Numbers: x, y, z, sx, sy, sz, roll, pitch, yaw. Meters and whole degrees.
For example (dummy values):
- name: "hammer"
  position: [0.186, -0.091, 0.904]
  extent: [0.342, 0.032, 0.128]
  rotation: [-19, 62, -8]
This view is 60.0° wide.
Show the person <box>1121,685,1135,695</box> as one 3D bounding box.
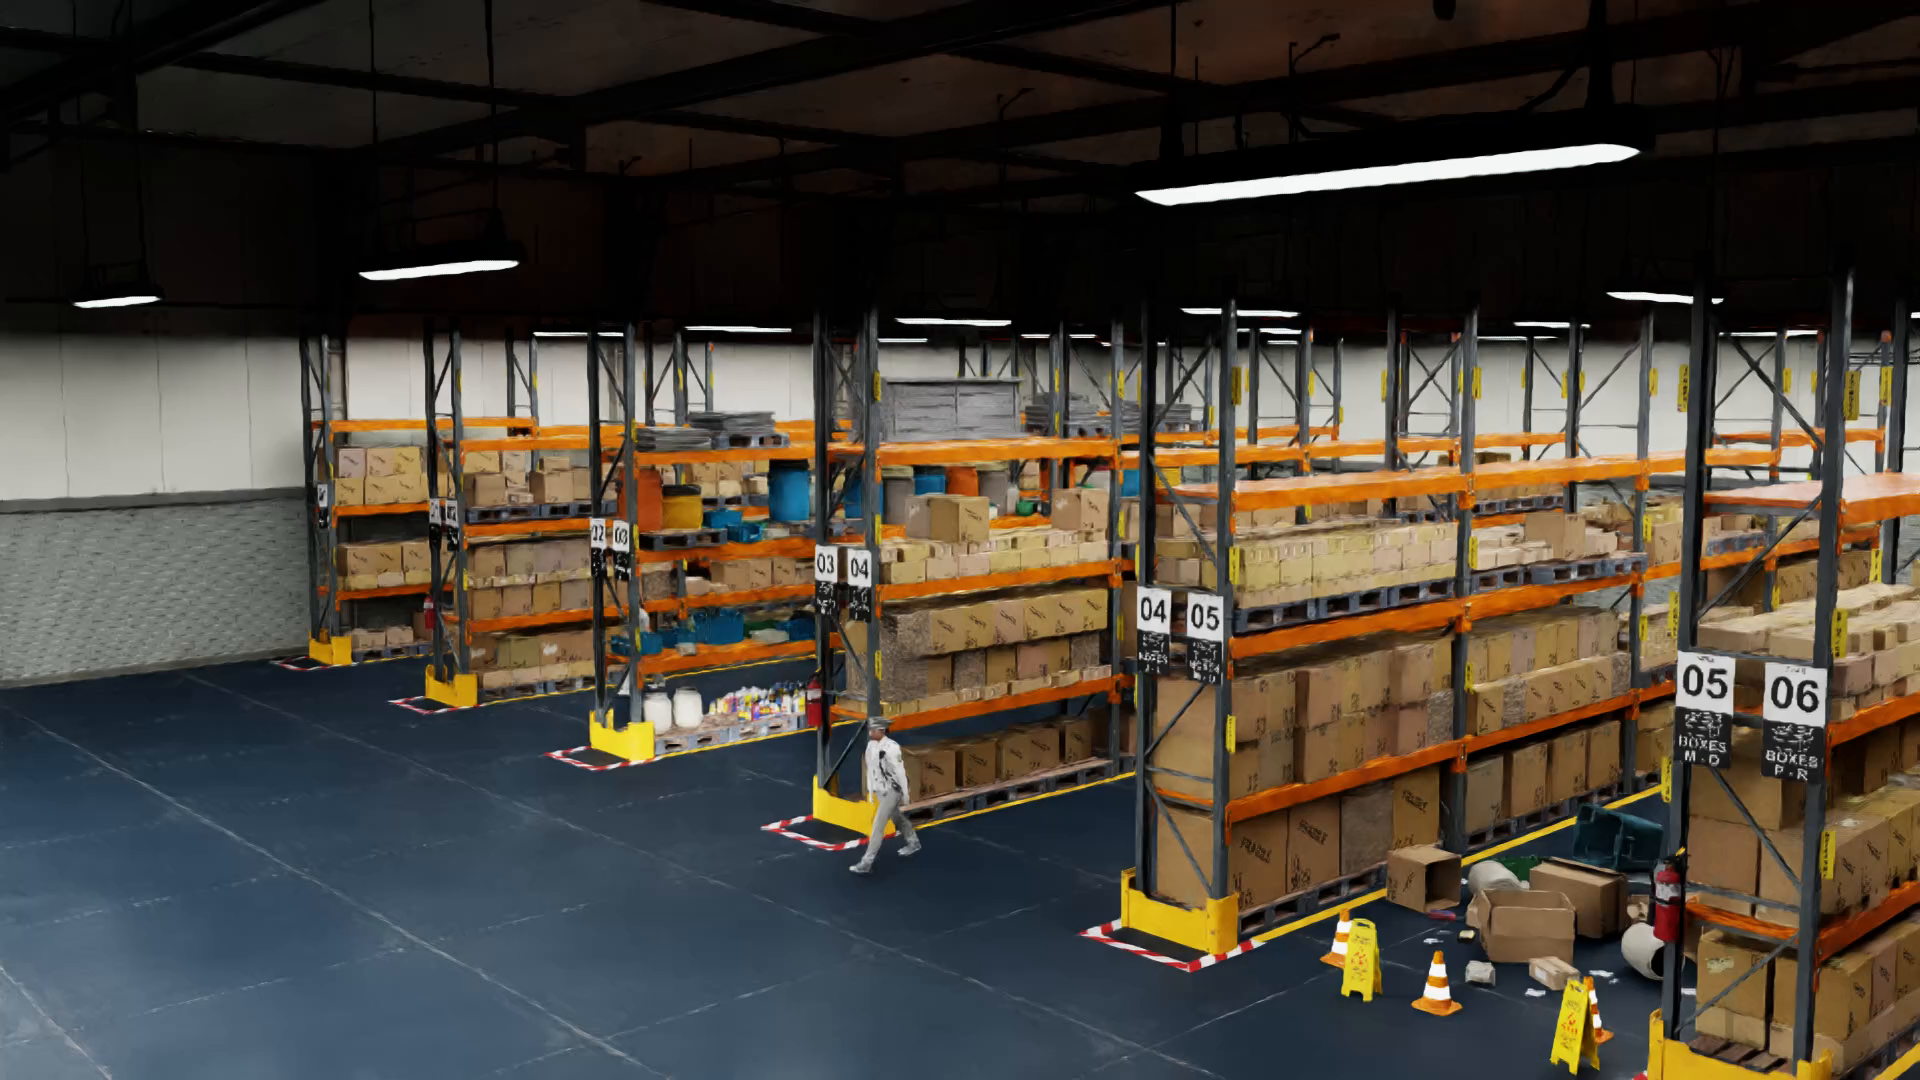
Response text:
- name: "person"
  position: [2.696, 1.577, 26.731]
  extent: [0.492, 1.767, 0.625]
  rotation: [2, 6, 23]

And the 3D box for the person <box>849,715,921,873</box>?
- name: "person"
  position: [-0.806, 2.595, 17.392]
  extent: [1.086, 1.576, 0.495]
  rotation: [-5, 8, -40]

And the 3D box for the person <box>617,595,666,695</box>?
- name: "person"
  position: [-5.188, 1.652, 26.743]
  extent: [1.099, 1.586, 0.449]
  rotation: [-6, 8, -45]
